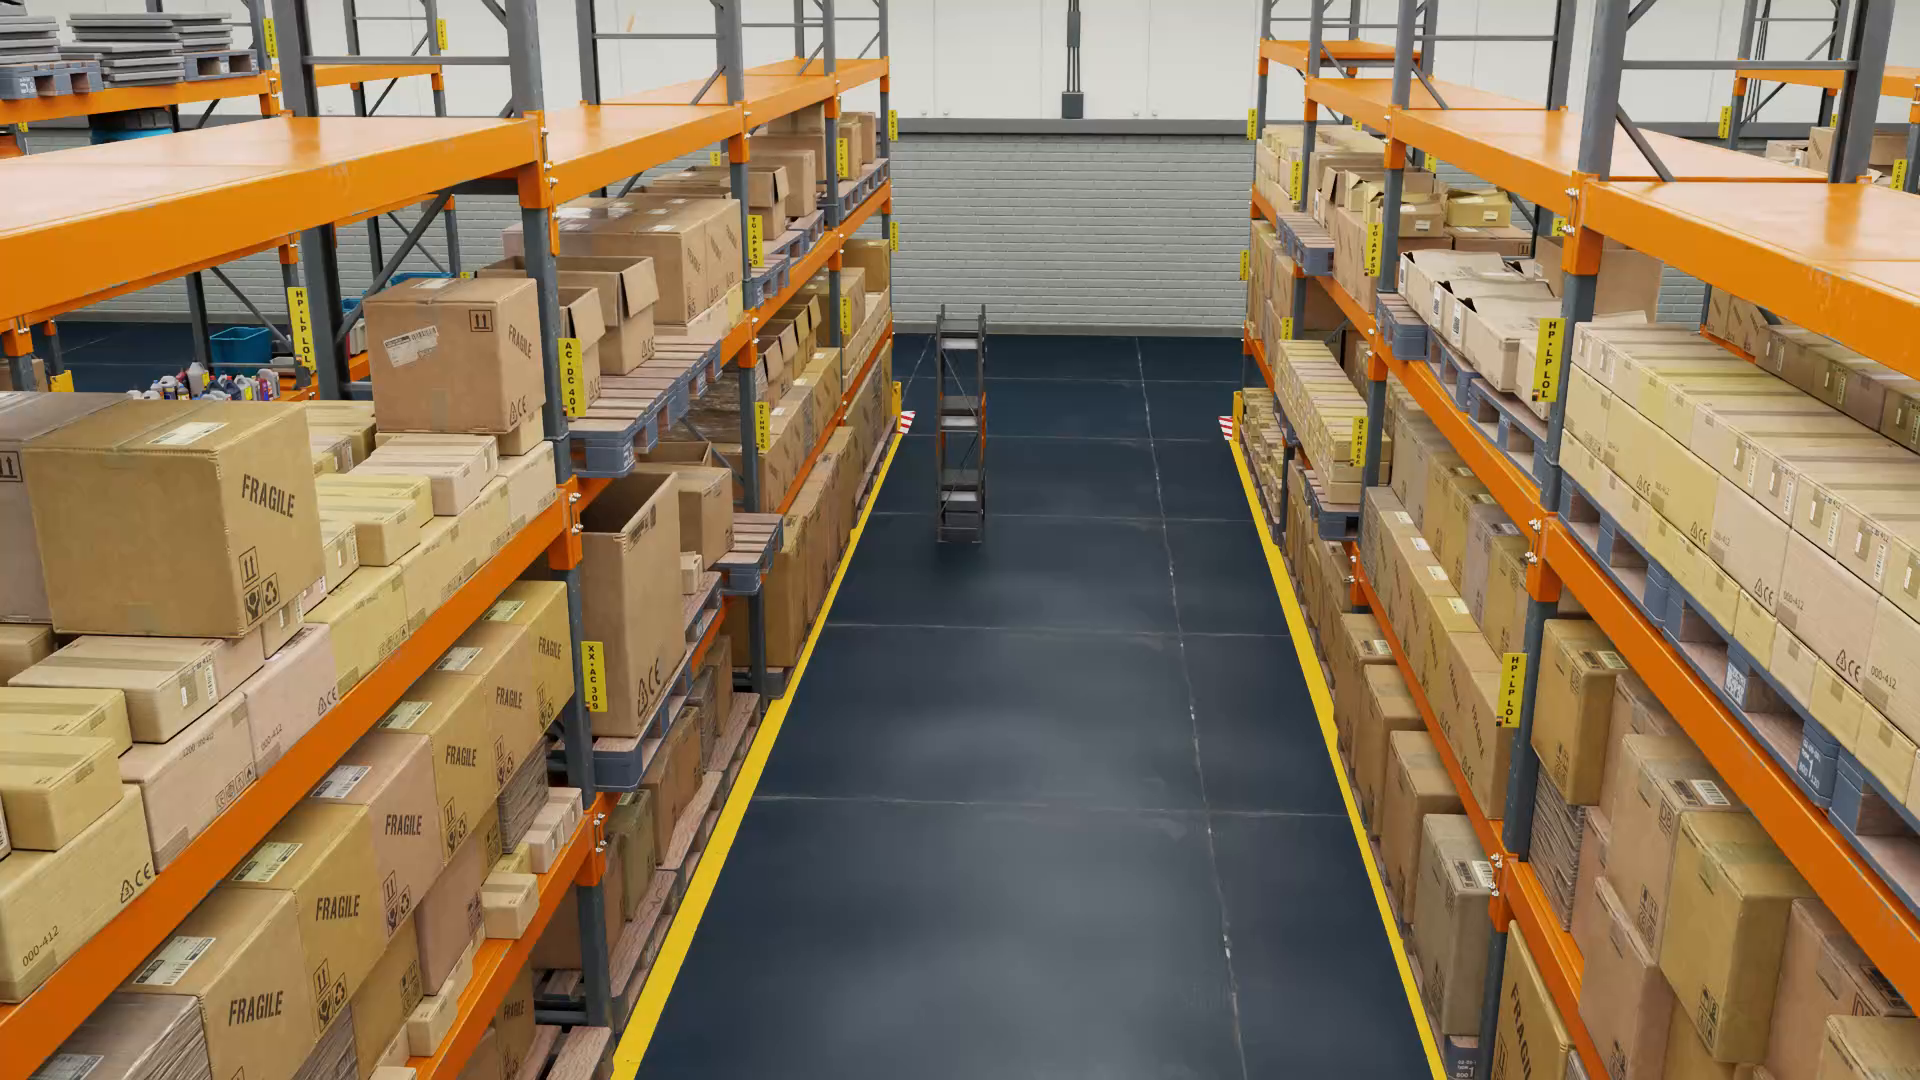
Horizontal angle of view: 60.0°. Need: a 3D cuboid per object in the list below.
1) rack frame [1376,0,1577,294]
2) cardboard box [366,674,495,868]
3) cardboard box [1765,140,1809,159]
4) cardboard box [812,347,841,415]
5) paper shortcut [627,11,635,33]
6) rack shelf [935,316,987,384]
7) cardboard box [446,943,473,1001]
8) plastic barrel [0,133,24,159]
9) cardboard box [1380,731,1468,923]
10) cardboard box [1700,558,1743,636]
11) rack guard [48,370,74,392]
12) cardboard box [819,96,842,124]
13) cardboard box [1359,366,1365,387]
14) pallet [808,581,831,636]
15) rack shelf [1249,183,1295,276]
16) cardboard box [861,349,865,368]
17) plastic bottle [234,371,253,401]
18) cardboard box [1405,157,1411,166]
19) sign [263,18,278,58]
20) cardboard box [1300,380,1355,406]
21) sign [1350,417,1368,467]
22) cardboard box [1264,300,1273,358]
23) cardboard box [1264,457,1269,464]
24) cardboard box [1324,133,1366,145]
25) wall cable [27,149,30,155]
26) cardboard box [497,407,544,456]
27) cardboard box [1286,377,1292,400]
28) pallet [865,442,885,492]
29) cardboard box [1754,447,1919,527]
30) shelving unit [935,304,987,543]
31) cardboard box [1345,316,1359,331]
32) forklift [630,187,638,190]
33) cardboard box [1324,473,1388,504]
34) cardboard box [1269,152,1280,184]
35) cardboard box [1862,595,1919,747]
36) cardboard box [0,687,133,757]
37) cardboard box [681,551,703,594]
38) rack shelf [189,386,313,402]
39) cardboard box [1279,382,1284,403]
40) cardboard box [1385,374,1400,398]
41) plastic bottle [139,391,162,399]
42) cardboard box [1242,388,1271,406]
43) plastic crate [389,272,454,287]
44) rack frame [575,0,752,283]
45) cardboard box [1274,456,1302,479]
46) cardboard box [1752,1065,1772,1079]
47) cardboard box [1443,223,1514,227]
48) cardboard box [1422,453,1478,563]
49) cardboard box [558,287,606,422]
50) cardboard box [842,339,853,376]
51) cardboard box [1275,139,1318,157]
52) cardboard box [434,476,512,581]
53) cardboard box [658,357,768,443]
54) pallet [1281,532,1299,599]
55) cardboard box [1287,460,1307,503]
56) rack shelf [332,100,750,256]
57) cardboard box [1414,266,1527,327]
[{"bbox_3d":[3.092,-2.954,9.814,1.000,3.000,0.127,1,18,4],"label":"rack frame"},{"bbox_3d":[-1.964,0.789,5.780,0.500,0.500,0.500,1,18,4],"label":"cardboard box"},{"bbox_3d":[8.667,-3.968,17.133,0.500,0.250,0.500,0,18,-1],"label":"cardboard box"},{"bbox_3d":[-1.323,-1.384,14.496,0.500,0.500,0.500,1,18,4],"label":"cardboard box"},{"bbox_3d":[-2.277,-3.585,11.514,0.009,0.170,0.078,11,-13,1],"label":"paper shortcut"},{"bbox_3d":[0.012,-1.701,14.866,0.431,0.518,0.480,1,18,4],"label":"rack shelf"},{"bbox_3d":[-1.996,1.577,6.025,0.380,0.149,0.250,1,18,4],"label":"cardboard box"},{"bbox_3d":[-6.745,-2.361,11.458,0.600,0.830,0.708,1,18,4],"label":"plastic barrel"},{"bbox_3d":[2.833,1.514,8.751,1.050,0.750,0.750,1,18,4],"label":"cardboard box"},{"bbox_3d":[2.331,0.164,4.685,0.380,0.149,0.250,2,18,5],"label":"cardboard box"},{"bbox_3d":[-11.161,-1.741,19.761,1.175,0.500,0.348,1,18,4],"label":"rack guard"},{"bbox_3d":[-1.430,-4.179,16.171,0.500,0.250,0.500,1,18,2],"label":"cardboard box"},{"bbox_3d":[3.529,-1.357,13.827,0.380,0.149,0.250,1,18,4],"label":"cardboard box"},{"bbox_3d":[-1.626,0.458,13.512,1.003,0.211,1.213,1,18,4],"label":"pallet"},{"bbox_3d":[3.522,-3.051,16.081,1.077,0.370,4.000,1,18,4],"label":"rack shelf"},{"bbox_3d":[-1.136,-1.778,16.261,0.380,0.149,0.250,1,18,3],"label":"cardboard box"},{"bbox_3d":[-6.241,-1.282,14.425,0.144,0.351,0.185,1,18,4],"label":"plastic bottle"},{"bbox_3d":[3.641,-3.212,14.216,0.380,0.149,0.250,1,18,3],"label":"cardboard box"},{"bbox_3d":[-5.953,-4.337,14.370,0.100,0.325,0.005,1,18,4],"label":"sign"},{"bbox_3d":[2.784,-1.111,12.598,0.380,0.149,0.250,2,18,6],"label":"cardboard box"},{"bbox_3d":[2.550,-0.625,10.609,0.100,0.325,0.005,1,18,4],"label":"sign"},{"bbox_3d":[3.207,-2.007,15.919,0.500,0.500,0.500,1,18,4],"label":"cardboard box"},{"bbox_3d":[3.227,-0.721,16.537,0.380,0.149,0.250,2,18,5],"label":"cardboard box"},{"bbox_3d":[3.812,-3.944,16.448,0.380,0.149,0.250,1,18,3],"label":"cardboard box"},{"bbox_3d":[-15.335,-6.186,24.663,3.097,2.526,0.112,1,18,4],"label":"wall cable"},{"bbox_3d":[-1.870,-0.440,6.557,0.380,0.149,0.250,2,18,6],"label":"cardboard box"},{"bbox_3d":[2.839,-1.214,13.388,0.380,0.149,0.250,1,18,2],"label":"cardboard box"},{"bbox_3d":[-1.344,-0.777,17.283,1.003,0.211,1.213,1,18,4],"label":"pallet"},{"bbox_3d":[2.313,-0.137,4.321,0.380,0.149,0.250,1,18,4],"label":"cardboard box"},{"bbox_3d":[0.012,-1.049,15.080,0.431,2.100,0.503,1,18,4],"label":"shelving unit"},{"bbox_3d":[3.654,-2.145,14.733,0.500,0.500,0.500,2,18,5],"label":"cardboard box"},{"bbox_3d":[-2.907,-1.960,16.524,1.130,2.935,3.031,0,18,0],"label":"forklift"},{"bbox_3d":[2.669,-0.347,11.221,0.380,0.149,0.250,2,18,5],"label":"cardboard box"},{"bbox_3d":[3.255,-3.573,15.959,0.500,0.250,0.500,1,18,2],"label":"cardboard box"},{"bbox_3d":[2.311,0.325,3.552,0.500,0.250,0.500,1,18,4],"label":"cardboard box"},{"bbox_3d":[-2.161,0.456,3.826,0.380,0.149,0.250,1,18,3],"label":"cardboard box"},{"bbox_3d":[-1.698,0.143,9.539,0.396,0.266,0.258,1,18,2],"label":"cardboard box"},{"bbox_3d":[-6.645,-0.635,13.527,1.077,0.370,4.000,1,18,4],"label":"rack shelf"},{"bbox_3d":[2.877,-1.228,13.908,0.380,0.149,0.250,2,18,5],"label":"cardboard box"},{"bbox_3d":[3.450,-1.175,12.792,0.380,0.149,0.250,0,18,1],"label":"cardboard box"},{"bbox_3d":[-6.830,-1.113,14.030,0.152,0.276,0.135,1,18,4],"label":"plastic bottle"},{"bbox_3d":[3.289,-1.560,18.144,0.380,0.149,0.250,0,18,1],"label":"cardboard box"},{"bbox_3d":[-6.053,-2.778,18.757,0.616,0.435,0.499,1,18,4],"label":"plastic crate"},{"bbox_3d":[-1.848,-3.096,10.248,1.000,3.000,0.127,1,18,4],"label":"rack frame"},{"bbox_3d":[3.123,-0.670,15.426,0.380,0.149,0.250,2,18,5],"label":"cardboard box"},{"bbox_3d":[2.683,1.851,4.542,0.875,0.550,0.550,1,18,4],"label":"cardboard box"},{"bbox_3d":[3.427,-1.903,11.263,0.500,0.500,0.500,1,18,4],"label":"cardboard box"},{"bbox_3d":[2.980,-0.170,9.187,0.700,0.500,0.500,1,18,3],"label":"cardboard box"},{"bbox_3d":[-2.003,-0.821,7.281,0.797,0.503,0.637,0,18,1],"label":"cardboard box"},{"bbox_3d":[-1.267,-1.698,15.378,0.500,0.250,0.500,1,18,3],"label":"cardboard box"},{"bbox_3d":[3.193,-3.712,15.741,0.380,0.149,0.250,1,18,3],"label":"cardboard box"},{"bbox_3d":[-1.955,-0.048,6.003,0.500,0.250,0.500,2,18,5],"label":"cardboard box"},{"bbox_3d":[-1.780,-0.997,11.702,0.797,0.503,0.637,2,18,6],"label":"cardboard box"},{"bbox_3d":[3.324,0.221,14.236,1.003,0.211,1.213,1,18,4],"label":"pallet"},{"bbox_3d":[3.062,-0.490,14.065,0.500,0.250,0.500,0,18,1],"label":"cardboard box"},{"bbox_3d":[-1.992,-1.943,8.527,1.077,0.370,4.000,1,18,4],"label":"rack shelf"},{"bbox_3d":[2.785,-1.329,9.078,0.500,0.250,0.500,2,18,5],"label":"cardboard box"}]
